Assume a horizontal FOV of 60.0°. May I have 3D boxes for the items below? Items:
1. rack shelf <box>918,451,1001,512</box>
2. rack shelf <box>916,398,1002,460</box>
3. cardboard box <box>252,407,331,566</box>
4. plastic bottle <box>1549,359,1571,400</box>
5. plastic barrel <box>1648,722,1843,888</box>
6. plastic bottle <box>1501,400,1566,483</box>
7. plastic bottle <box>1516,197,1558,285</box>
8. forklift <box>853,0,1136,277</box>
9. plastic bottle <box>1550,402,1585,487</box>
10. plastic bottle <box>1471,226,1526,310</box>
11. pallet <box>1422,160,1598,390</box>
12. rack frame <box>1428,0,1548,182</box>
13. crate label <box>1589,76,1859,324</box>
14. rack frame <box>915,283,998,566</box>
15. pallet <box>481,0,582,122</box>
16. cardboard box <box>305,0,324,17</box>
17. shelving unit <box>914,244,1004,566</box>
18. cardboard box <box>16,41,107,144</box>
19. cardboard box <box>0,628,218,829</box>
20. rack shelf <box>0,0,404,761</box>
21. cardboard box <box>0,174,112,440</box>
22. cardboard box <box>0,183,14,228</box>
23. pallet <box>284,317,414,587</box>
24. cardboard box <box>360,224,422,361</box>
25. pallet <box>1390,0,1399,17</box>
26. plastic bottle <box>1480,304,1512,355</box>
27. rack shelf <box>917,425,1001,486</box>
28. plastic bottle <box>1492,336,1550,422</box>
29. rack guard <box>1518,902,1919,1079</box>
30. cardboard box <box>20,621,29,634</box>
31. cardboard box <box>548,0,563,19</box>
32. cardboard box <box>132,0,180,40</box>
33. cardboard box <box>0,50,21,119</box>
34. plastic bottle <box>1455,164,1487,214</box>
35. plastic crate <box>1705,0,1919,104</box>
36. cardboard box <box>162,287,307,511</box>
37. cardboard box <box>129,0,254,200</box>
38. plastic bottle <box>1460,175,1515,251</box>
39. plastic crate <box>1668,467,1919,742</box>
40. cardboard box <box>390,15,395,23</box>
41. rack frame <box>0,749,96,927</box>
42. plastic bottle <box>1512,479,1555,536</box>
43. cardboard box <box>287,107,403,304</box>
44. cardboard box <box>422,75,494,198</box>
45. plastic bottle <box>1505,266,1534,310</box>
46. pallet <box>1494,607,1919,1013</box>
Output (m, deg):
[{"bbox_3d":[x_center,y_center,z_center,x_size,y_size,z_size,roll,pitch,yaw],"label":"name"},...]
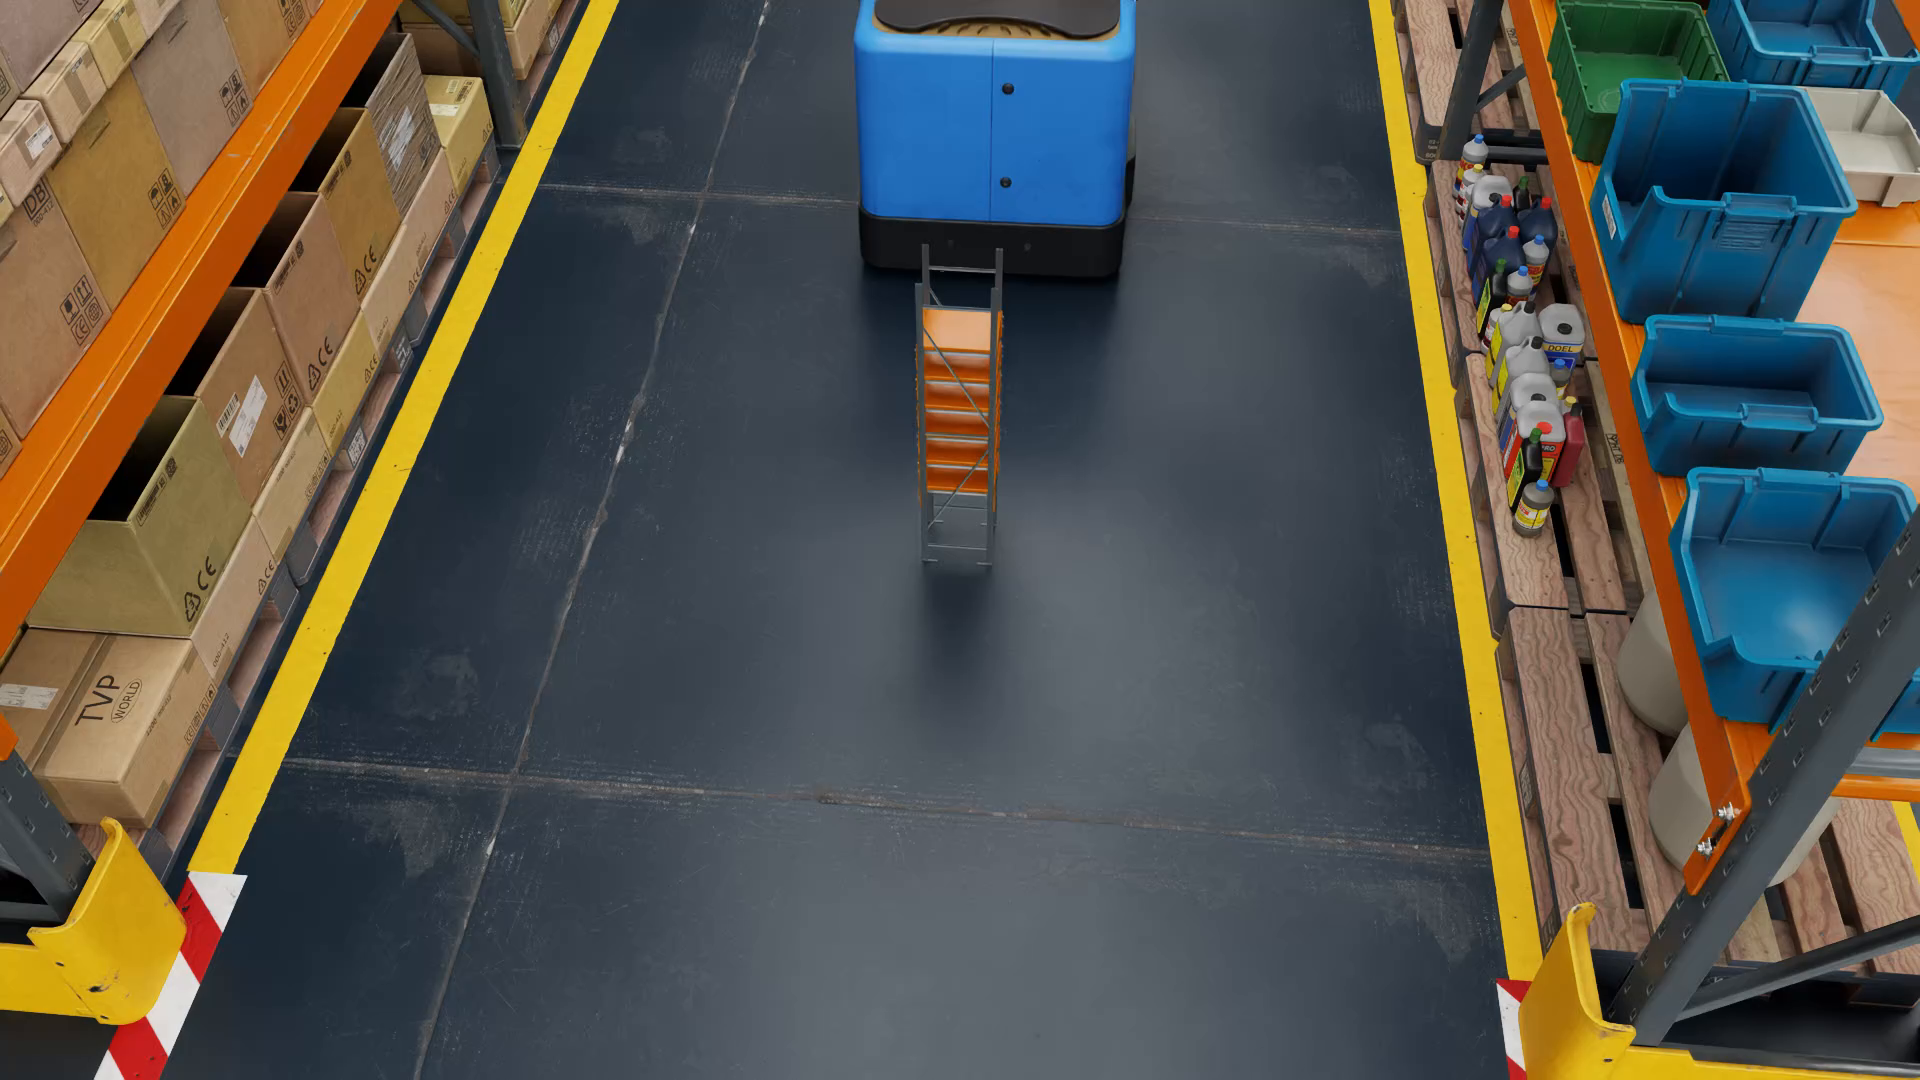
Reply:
[{"bbox_3d":[-0.001,-0.202,5.507,0.258,0.103,0.180,4,48,4],"label":"rack shelf"},{"bbox_3d":[-0.001,-0.364,5.330,0.258,0.103,0.180,4,48,4],"label":"rack shelf"},{"bbox_3d":[-2.431,-0.196,5.475,0.500,0.250,0.500,4,48,4],"label":"cardboard box"},{"bbox_3d":[2.072,-0.547,5.815,0.097,0.201,0.097,0,48,0],"label":"plastic bottle"},{"bbox_3d":[2.127,0.677,4.500,0.421,0.512,0.421,0,48,0],"label":"plastic barrel"},{"bbox_3d":[1.924,-0.324,5.561,0.152,0.276,0.135,4,48,4],"label":"plastic bottle"},{"bbox_3d":[2.164,-1.151,6.267,0.144,0.351,0.185,4,48,4],"label":"plastic bottle"},{"bbox_3d":[0.227,-3.120,6.618,1.130,2.935,3.031,3,48,3],"label":"forklift"},{"bbox_3d":[2.030,-0.320,5.552,0.061,0.283,0.133,4,48,4],"label":"plastic bottle"},{"bbox_3d":[2.003,-1.022,6.149,0.144,0.351,0.185,2,48,2],"label":"plastic bottle"},{"bbox_3d":[2.405,-1.040,6.558,1.003,0.211,1.213,4,48,4],"label":"pallet"},{"bbox_3d":[2.507,-2.472,5.978,1.000,3.000,0.127,4,48,4],"label":"rack frame"},{"bbox_3d":[2.041,-0.915,4.530,0.502,0.435,0.616,4,48,4],"label":"crate label"},{"bbox_3d":[-0.010,-0.327,5.236,0.240,1.200,0.006,4,48,4],"label":"rack frame"},{"bbox_3d":[-2.397,-2.410,7.812,1.003,0.211,1.213,4,48,4],"label":"pallet"},{"bbox_3d":[-2.501,-2.127,5.595,0.700,0.500,0.500,3,48,3],"label":"cardboard box"},{"bbox_3d":[-0.001,-0.394,5.298,0.258,1.200,0.189,4,48,4],"label":"shelving unit"},{"bbox_3d":[-2.447,-1.153,4.265,0.380,0.149,0.250,2,48,2],"label":"cardboard box"},{"bbox_3d":[-2.519,0.539,4.803,0.500,0.250,0.500,4,48,4],"label":"cardboard box"},{"bbox_3d":[-2.607,-1.095,5.206,1.077,0.370,4.000,4,48,4],"label":"rack shelf"},{"bbox_3d":[-2.691,-0.630,4.226,0.700,0.500,0.500,5,48,5],"label":"cardboard box"},{"bbox_3d":[-2.494,-0.772,3.916,0.380,0.149,0.250,4,48,4],"label":"cardboard box"},{"bbox_3d":[-2.648,-0.386,5.960,1.003,0.211,1.213,4,48,4],"label":"pallet"},{"bbox_3d":[-2.336,-0.931,6.147,0.500,0.250,0.500,4,48,4],"label":"cardboard box"},{"bbox_3d":[2.649,-3.009,8.359,1.003,0.211,1.213,4,48,4],"label":"pallet"},{"bbox_3d":[1.954,-0.765,6.015,0.097,0.201,0.097,0,48,0],"label":"plastic bottle"},{"bbox_3d":[-0.001,-0.283,5.419,0.258,0.103,0.180,4,48,4],"label":"rack shelf"},{"bbox_3d":[1.948,-0.573,5.738,0.144,0.351,0.185,6,48,5],"label":"plastic bottle"},{"bbox_3d":[2.103,1.252,4.266,1.175,0.500,0.348,4,48,4],"label":"rack guard"},{"bbox_3d":[-3.001,0.136,5.172,0.500,0.250,0.500,4,48,4],"label":"cardboard box"},{"bbox_3d":[-2.094,-2.676,7.744,0.500,0.250,0.500,5,48,5],"label":"cardboard box"},{"bbox_3d":[-2.398,-1.524,4.604,0.380,0.149,0.250,4,48,4],"label":"cardboard box"},{"bbox_3d":[-2.687,-1.108,3.783,0.700,0.500,0.500,3,48,3],"label":"cardboard box"},{"bbox_3d":[2.033,-1.396,6.593,0.097,0.201,0.097,0,48,0],"label":"plastic bottle"},{"bbox_3d":[2.677,-1.590,5.272,0.499,0.251,0.616,4,48,4],"label":"plastic crate"},{"bbox_3d":[-2.443,-0.450,5.199,0.500,0.500,0.500,4,48,4],"label":"cardboard box"},{"bbox_3d":[-2.596,-1.382,4.913,0.700,0.500,0.500,5,48,5],"label":"cardboard box"},{"bbox_3d":[2.040,-1.257,6.414,0.152,0.276,0.135,5,48,5],"label":"plastic bottle"},{"bbox_3d":[1.891,0.130,3.699,0.499,0.251,0.616,4,48,4],"label":"plastic crate"},{"bbox_3d":[-2.674,-2.527,7.228,0.500,0.311,0.500,4,48,4],"label":"cardboard box"},{"bbox_3d":[-2.789,0.132,3.597,1.000,3.000,0.127,4,48,4],"label":"rack frame"},{"bbox_3d":[1.874,-0.115,5.421,0.097,0.201,0.097,0,48,0],"label":"plastic bottle"},{"bbox_3d":[-2.349,-1.185,5.871,0.500,0.500,0.500,4,48,4],"label":"cardboard box"},{"bbox_3d":[-2.250,-1.666,6.820,0.500,0.250,0.500,4,48,4],"label":"cardboard box"},{"bbox_3d":[2.027,-0.885,6.077,0.097,0.271,0.097,0,48,0],"label":"plastic bottle"},{"bbox_3d":[2.182,0.753,4.918,1.003,0.211,1.213,4,48,4],"label":"pallet"}]
